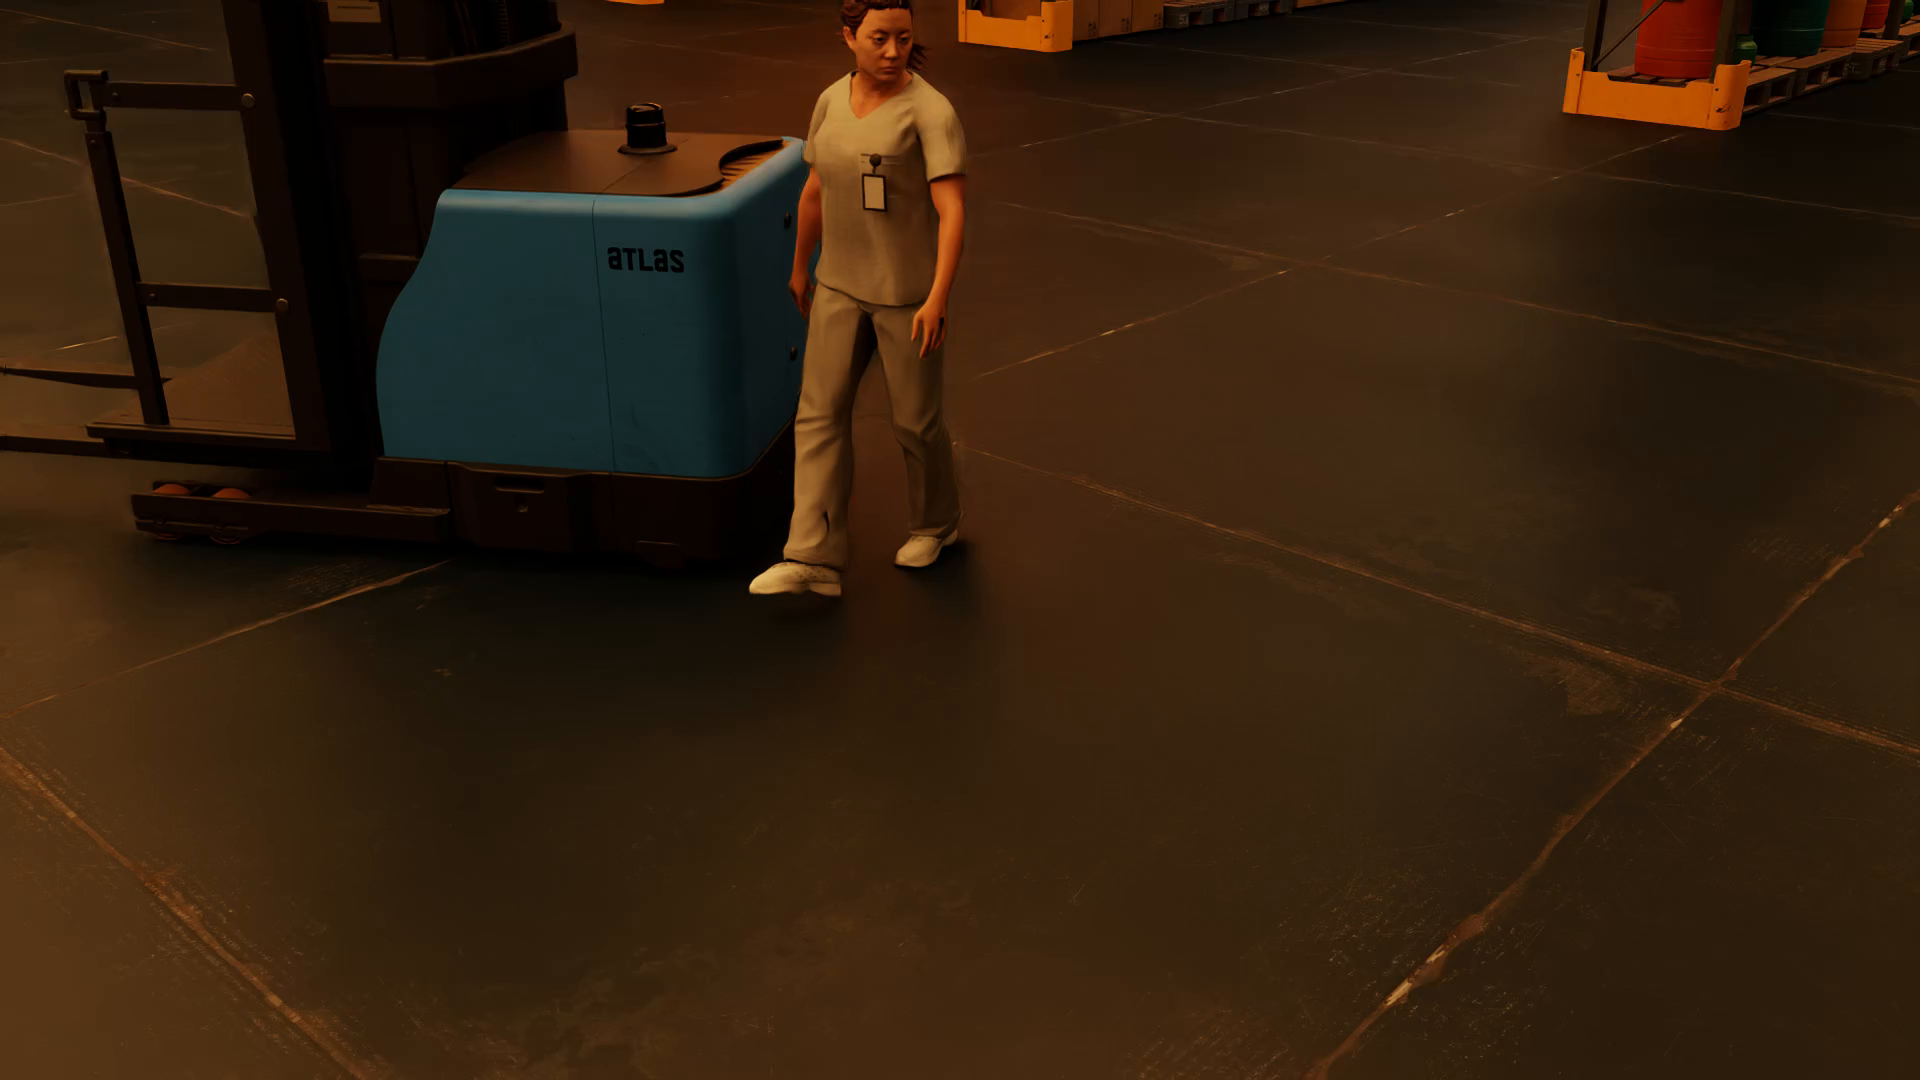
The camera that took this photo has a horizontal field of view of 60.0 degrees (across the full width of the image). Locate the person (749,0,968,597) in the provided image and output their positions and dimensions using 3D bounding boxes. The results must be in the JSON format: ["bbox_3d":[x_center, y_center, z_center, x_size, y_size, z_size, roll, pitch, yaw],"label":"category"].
[{"bbox_3d":[-0.271,-0.631,4.382,0.624,1.640,0.814,12,26,25],"label":"person"}]

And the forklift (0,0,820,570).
[{"bbox_3d":[-1.996,-1.530,4.816,3.031,2.935,1.130,4,24,9],"label":"forklift"}]
